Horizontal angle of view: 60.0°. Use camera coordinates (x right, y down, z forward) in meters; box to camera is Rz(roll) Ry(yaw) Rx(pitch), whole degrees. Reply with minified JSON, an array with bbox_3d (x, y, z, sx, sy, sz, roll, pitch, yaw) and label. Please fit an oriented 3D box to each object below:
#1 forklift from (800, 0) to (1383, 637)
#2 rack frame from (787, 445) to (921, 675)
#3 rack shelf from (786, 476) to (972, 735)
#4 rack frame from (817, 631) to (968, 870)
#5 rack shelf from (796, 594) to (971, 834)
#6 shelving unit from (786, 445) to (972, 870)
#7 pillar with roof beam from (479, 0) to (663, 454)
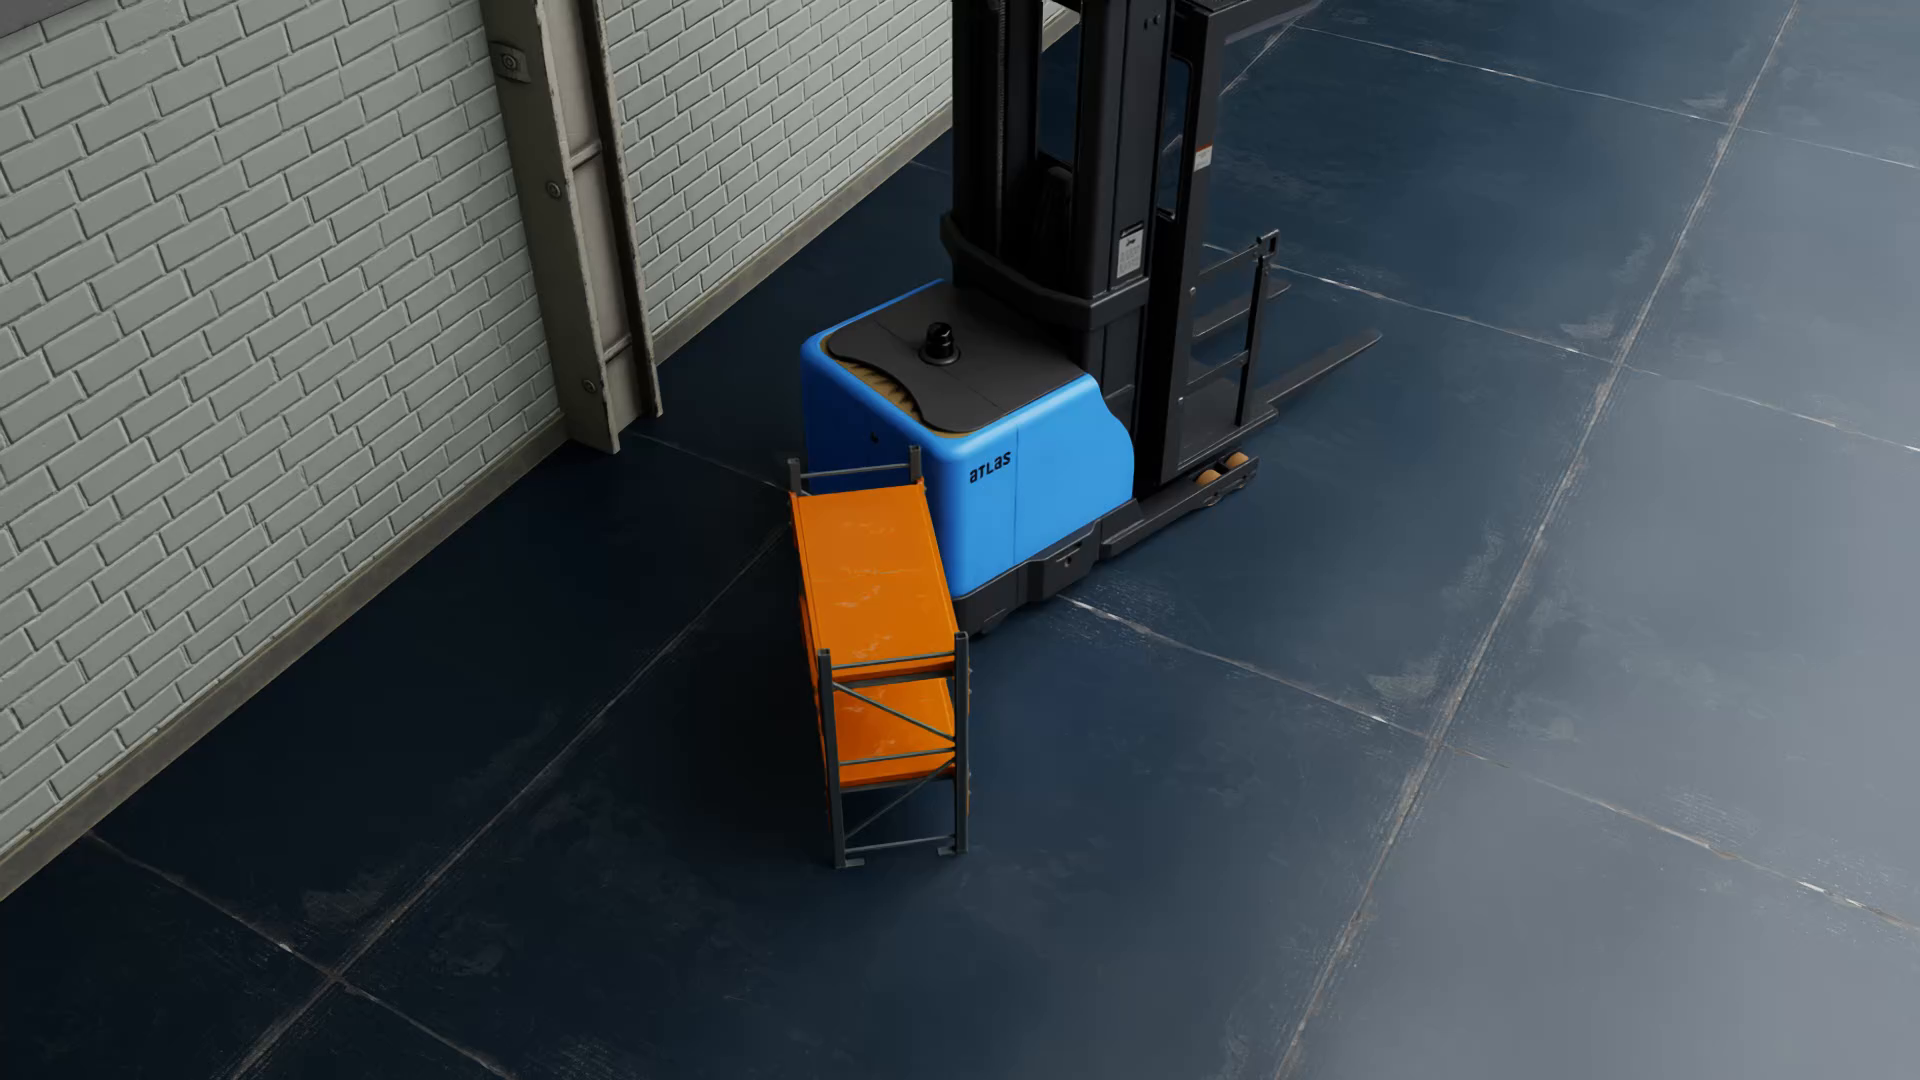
[{"bbox_3d":[0.771,-1.500,7.052,3.031,2.935,1.130,-29,49,-29],"label":"forklift"},{"bbox_3d":[-0.396,0.102,6.599,0.500,1.125,0.032,-7,42,-7],"label":"rack frame"},{"bbox_3d":[-0.309,0.213,6.030,0.538,0.278,1.000,-7,42,-7],"label":"rack shelf"},{"bbox_3d":[-0.221,0.764,5.847,0.500,1.125,0.032,-7,42,-7],"label":"rack frame"},{"bbox_3d":[-0.309,0.616,6.385,0.538,0.278,1.000,-7,42,-7],"label":"rack shelf"},{"bbox_3d":[-0.309,0.433,6.223,0.538,1.125,1.048,-7,42,-7],"label":"shelving unit"},{"bbox_3d":[2.019,-2.529,3.629,9.100,9.000,0.400,21,45,22],"label":"pillar with roof beam"}]
